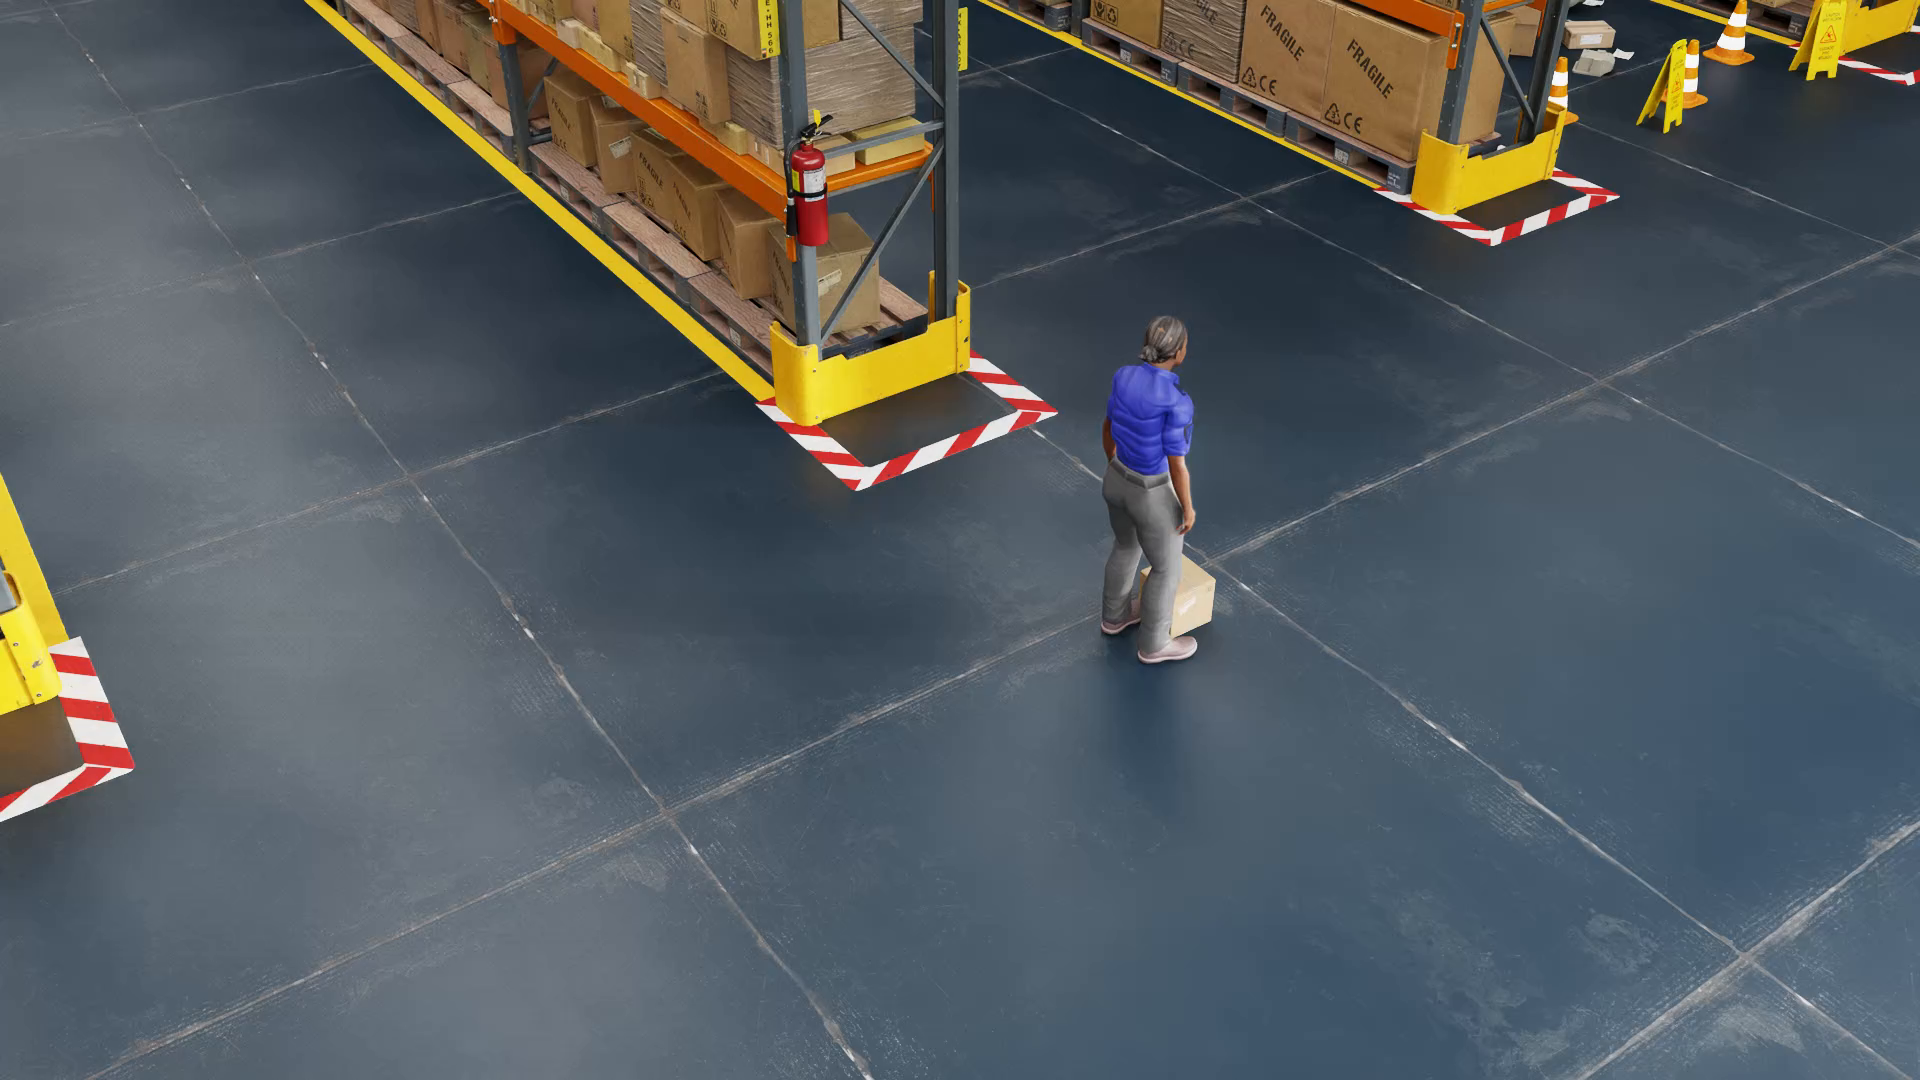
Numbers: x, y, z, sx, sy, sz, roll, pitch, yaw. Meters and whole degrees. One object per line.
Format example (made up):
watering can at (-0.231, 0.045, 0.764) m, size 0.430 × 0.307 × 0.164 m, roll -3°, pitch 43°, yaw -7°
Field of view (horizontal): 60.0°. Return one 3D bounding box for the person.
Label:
person at (0.832, -0.218, 7.298) m, size 0.348 × 1.655 × 0.532 m, roll -25°, pitch 43°, yaw -30°
